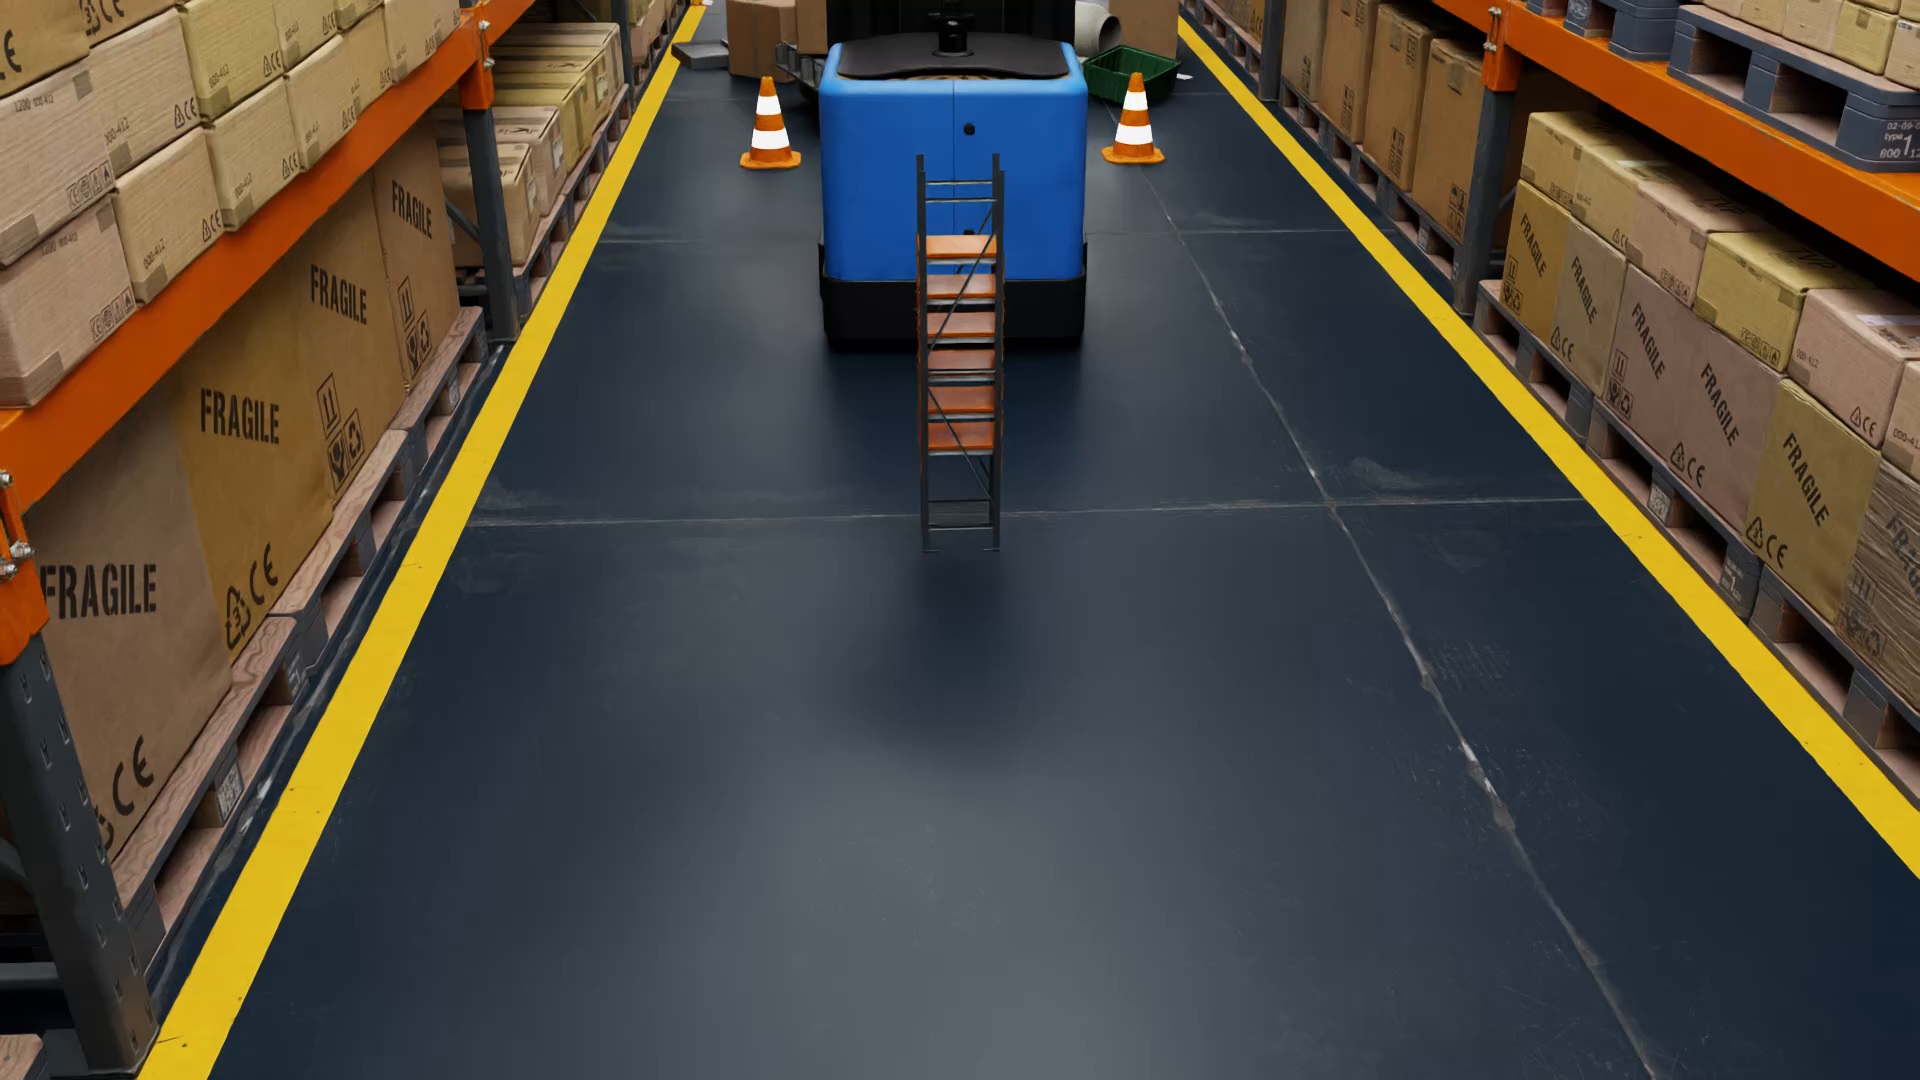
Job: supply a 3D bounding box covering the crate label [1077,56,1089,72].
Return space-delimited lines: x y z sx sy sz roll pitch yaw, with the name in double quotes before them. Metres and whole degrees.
"crate label" 0.780 -3.160 11.161 0.298 0.136 0.250 -23 35 -37

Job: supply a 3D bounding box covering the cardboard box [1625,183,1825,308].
"cardboard box" 2.457 -0.935 5.237 0.500 0.250 0.500 -1 28 -2

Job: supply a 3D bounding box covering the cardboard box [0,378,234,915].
"cardboard box" -2.218 0.173 3.518 0.875 0.875 0.875 -1 28 -1

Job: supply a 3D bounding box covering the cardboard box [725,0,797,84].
"cardboard box" -1.220 -3.413 11.251 0.500 0.500 0.500 19 33 32

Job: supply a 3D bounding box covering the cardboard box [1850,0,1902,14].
"cardboard box" 2.542 -1.459 4.300 0.380 0.149 0.250 -1 28 -2

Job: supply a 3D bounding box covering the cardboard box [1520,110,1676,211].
"cardboard box" 2.418 -1.398 6.125 0.500 0.250 0.500 -3 28 -5

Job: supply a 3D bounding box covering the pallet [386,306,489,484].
"pallet" -2.349 -0.543 6.064 1.003 0.211 1.213 -1 28 -3

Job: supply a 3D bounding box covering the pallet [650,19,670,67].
"pallet" -2.660 -3.631 11.983 1.003 0.211 1.213 -1 28 -3

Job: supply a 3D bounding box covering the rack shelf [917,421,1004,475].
"rack shelf" -0.001 -0.286 5.117 0.258 0.103 0.180 -1 28 -3

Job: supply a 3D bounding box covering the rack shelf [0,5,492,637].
"rack shelf" -2.210 -0.903 4.516 1.077 0.370 4.000 -1 28 -3

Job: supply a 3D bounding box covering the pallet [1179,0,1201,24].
"pallet" 2.326 -4.403 13.463 1.003 0.211 1.213 -1 28 -3

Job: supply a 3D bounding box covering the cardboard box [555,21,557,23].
"cardboard box" -2.823 -3.227 10.712 0.500 0.250 0.500 0 28 0

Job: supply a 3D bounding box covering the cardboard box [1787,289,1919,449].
"cardboard box" 2.528 -0.451 4.308 0.500 0.250 0.500 0 28 0

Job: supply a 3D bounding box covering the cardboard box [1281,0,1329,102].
"cardboard box" 2.537 -3.063 9.859 1.050 0.750 0.750 -2 28 -3

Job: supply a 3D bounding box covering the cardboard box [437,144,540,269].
"cardboard box" -2.334 -1.428 7.132 0.950 0.372 0.625 -3 28 -6

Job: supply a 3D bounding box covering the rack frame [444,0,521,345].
"rack frame" -2.314 -2.146 6.120 1.000 3.000 0.127 -1 28 -3

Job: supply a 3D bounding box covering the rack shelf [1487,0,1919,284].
"rack shelf" 2.728 -1.069 4.835 1.077 0.370 4.000 -1 28 -3

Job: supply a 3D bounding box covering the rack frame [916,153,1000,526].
"rack frame" -0.006 -0.581 5.066 0.240 1.200 0.006 -1 28 -3

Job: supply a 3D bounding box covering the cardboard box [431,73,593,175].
"cardboard box" -2.414 -2.119 8.457 0.950 0.372 0.625 0 28 -1

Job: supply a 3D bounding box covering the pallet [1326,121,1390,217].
"pallet" 2.597 -2.004 8.863 1.003 0.211 1.213 -1 28 -3

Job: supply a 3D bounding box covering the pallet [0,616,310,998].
"pallet" -2.221 0.583 3.903 1.003 0.211 1.213 -1 28 -3

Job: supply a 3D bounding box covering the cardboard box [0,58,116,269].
"cardboard box" -1.847 -0.664 2.900 0.500 0.250 0.500 -2 28 -4

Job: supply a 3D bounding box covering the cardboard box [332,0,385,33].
"cardboard box" -1.958 -1.611 4.716 0.500 0.250 0.500 -2 28 -4

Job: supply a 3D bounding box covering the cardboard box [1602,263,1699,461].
"cardboard box" 2.467 -0.588 5.383 0.500 0.500 0.500 -2 28 -4

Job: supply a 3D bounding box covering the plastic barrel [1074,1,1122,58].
"plastic barrel" 0.824 -3.504 11.510 0.512 0.421 0.421 19 33 32

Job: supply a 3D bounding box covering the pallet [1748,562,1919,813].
"pallet" 2.790 0.412 4.231 1.003 0.211 1.213 -1 28 -3

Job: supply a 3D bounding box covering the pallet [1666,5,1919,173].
"pallet" 2.768 -1.314 4.733 1.003 0.211 1.213 -1 28 -3

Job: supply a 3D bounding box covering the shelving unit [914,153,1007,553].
"shelving unit" -0.001 -0.539 4.985 0.258 1.200 0.189 -1 28 -3

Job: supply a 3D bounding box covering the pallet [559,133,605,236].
"pallet" -2.414 -1.832 8.535 1.003 0.211 1.213 -1 28 -3

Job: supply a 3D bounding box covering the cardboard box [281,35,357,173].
"cardboard box" -1.921 -1.149 4.371 0.500 0.250 0.500 -2 28 -3

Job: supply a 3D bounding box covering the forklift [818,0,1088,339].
"forklift" -0.044 -2.740 7.334 1.130 2.935 3.031 0 28 -1

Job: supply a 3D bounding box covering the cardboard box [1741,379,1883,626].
"cardboard box" 2.516 -0.115 4.476 0.500 0.500 0.500 -2 28 -4

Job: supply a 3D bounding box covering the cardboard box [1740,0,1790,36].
"cardboard box" 2.517 -1.563 4.821 0.380 0.149 0.250 -1 28 -2

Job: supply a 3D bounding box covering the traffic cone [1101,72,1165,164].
"traffic cone" 0.977 -2.379 9.310 0.336 0.463 0.334 -1 28 -3

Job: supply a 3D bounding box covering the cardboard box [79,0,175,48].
"cardboard box" -1.896 -1.231 3.176 0.500 0.500 0.500 -2 28 -3

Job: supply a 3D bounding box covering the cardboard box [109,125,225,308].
"cardboard box" -1.893 -0.681 3.473 0.500 0.250 0.500 -2 28 -4

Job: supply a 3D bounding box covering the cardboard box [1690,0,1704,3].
"cardboard box" 2.489 -1.802 5.279 0.380 0.149 0.250 0 28 0

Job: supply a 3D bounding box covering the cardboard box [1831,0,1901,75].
"cardboard box" 2.543 -1.320 4.354 0.380 0.149 0.250 0 28 0

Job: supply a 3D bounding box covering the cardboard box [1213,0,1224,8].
"cardboard box" 2.355 -4.533 12.540 0.875 0.875 0.875 -2 28 -3

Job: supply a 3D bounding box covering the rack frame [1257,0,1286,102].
"rack frame" 2.415 -4.159 9.981 1.000 3.000 0.127 -1 28 -3

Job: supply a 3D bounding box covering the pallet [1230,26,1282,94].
"pallet" 2.453 -3.276 11.303 1.003 0.211 1.213 -1 28 -3

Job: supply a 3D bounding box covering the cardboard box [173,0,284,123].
"cardboard box" -1.902 -1.137 3.809 0.500 0.250 0.500 -1 28 -2

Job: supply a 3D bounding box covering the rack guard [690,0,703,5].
"rack guard" -2.728 -4.697 13.715 1.175 0.500 0.348 -1 28 -3

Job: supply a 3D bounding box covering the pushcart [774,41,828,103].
"pushcart" -0.249 -2.908 10.418 1.648 0.377 0.936 -11 30 -20

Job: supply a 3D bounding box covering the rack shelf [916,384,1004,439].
"rack shelf" -0.001 -0.393 5.061 0.258 0.103 0.180 -1 28 -3

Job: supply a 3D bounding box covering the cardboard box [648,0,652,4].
"cardboard box" -2.324 -3.818 11.036 0.500 0.500 0.500 0 28 -1

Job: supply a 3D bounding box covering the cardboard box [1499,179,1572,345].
"cardboard box" 2.406 -1.057 6.282 0.500 0.500 0.500 -3 28 -5

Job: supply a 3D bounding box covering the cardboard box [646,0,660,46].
"cardboard box" -2.324 -3.485 11.208 0.500 0.250 0.500 0 28 0

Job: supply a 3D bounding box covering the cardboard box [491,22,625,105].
"cardboard box" -2.493 -2.772 9.709 0.950 0.372 0.625 -1 28 -2

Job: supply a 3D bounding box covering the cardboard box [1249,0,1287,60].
"cardboard box" 2.452 -3.695 10.935 0.875 0.875 0.875 -1 28 -2

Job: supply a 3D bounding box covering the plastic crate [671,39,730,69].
"plastic crate" -1.786 -3.443 11.766 0.402 0.080 0.583 -11 30 -20

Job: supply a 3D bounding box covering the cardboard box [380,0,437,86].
"cardboard box" -1.986 -1.616 5.268 0.500 0.250 0.500 -1 28 -2

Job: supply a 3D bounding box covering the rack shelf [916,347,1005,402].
"rack shelf" -0.001 -0.499 5.006 0.258 0.103 0.180 -1 28 -3

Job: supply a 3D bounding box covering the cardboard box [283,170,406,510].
"cardboard box" -2.319 -0.657 5.109 0.875 0.875 0.875 -1 28 -2

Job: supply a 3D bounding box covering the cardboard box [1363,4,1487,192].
"cardboard box" 2.633 -2.188 8.180 1.050 0.750 0.750 -1 28 -2

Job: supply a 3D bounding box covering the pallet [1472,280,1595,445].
"pallet" 2.663 -0.715 6.392 1.003 0.211 1.213 -1 28 -3

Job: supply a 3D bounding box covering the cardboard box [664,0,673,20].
"cardboard box" -2.369 -3.960 12.117 0.500 0.250 0.500 -2 28 -4
